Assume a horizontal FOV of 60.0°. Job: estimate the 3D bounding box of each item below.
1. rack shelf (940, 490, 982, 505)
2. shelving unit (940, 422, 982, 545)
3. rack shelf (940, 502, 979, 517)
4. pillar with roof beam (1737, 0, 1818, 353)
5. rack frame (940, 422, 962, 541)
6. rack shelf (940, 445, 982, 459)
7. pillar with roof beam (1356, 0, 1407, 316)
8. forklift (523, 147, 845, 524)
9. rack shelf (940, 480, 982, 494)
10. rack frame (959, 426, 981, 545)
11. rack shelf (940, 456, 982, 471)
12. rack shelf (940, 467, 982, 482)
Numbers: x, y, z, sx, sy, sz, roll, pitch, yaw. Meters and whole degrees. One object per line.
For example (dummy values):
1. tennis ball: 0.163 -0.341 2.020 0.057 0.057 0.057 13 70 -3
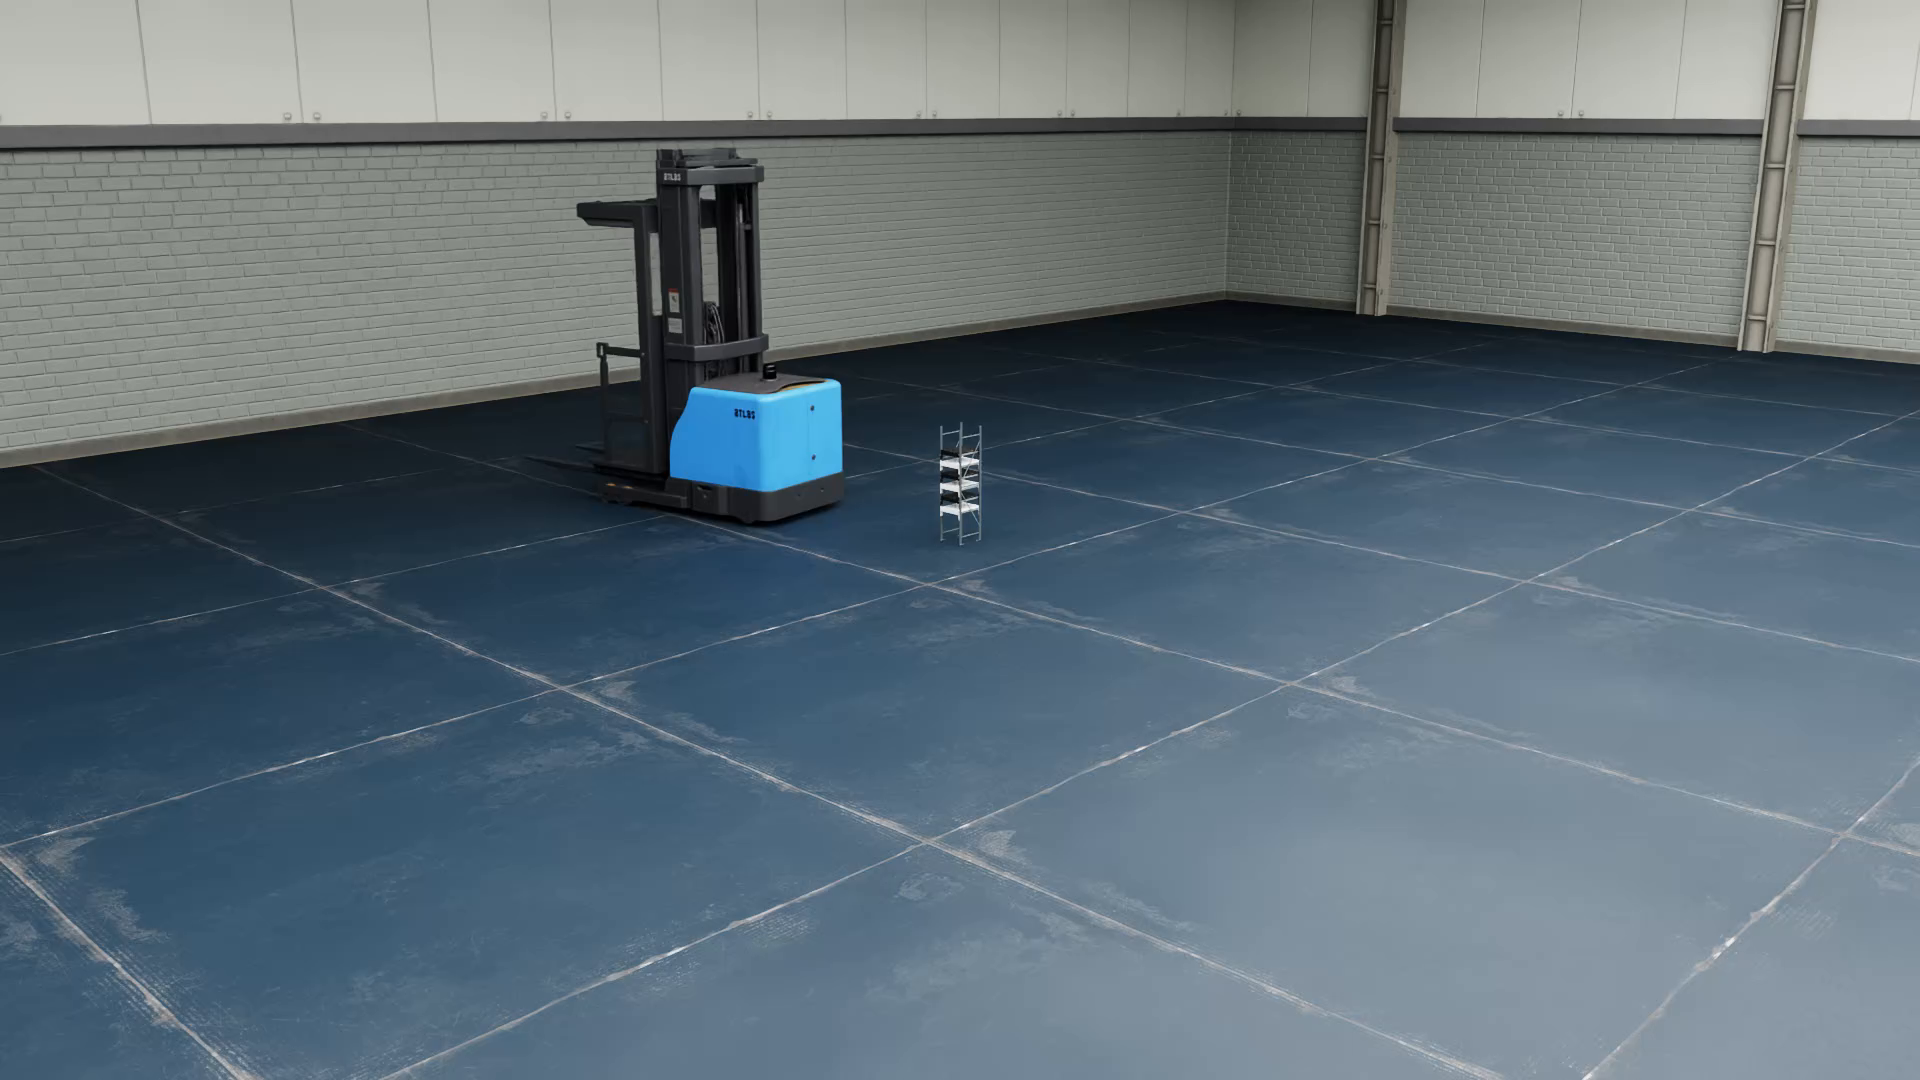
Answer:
1. rack shelf: 0.006 -0.315 12.844 0.200 0.077 0.258 14 20 42
2. shelving unit: 0.006 -0.434 12.813 0.210 0.900 0.258 14 20 42
3. rack shelf: 0.006 -0.228 12.867 0.200 0.077 0.258 14 20 42
4. pillar with roof beam: 8.015 -6.195 18.861 0.400 9.000 9.100 14 20 42
5. rack frame: -0.067 -0.452 12.881 0.006 0.900 0.240 14 20 42
6. rack shelf: 0.006 -0.663 12.753 0.200 0.077 0.258 14 20 42
7. pillar with roof beam: 3.695 -7.245 22.891 0.400 9.000 9.100 14 20 42
8. forklift: -2.479 -1.809 14.060 3.031 2.935 1.130 10 17 33
9. rack shelf: 0.006 -0.402 12.822 0.200 0.077 0.258 14 20 42
10. rack frame: 0.079 -0.416 12.745 0.006 0.900 0.240 14 20 42
11. rack shelf: 0.006 -0.576 12.776 0.200 0.077 0.258 14 20 42
12. rack shelf: 0.006 -0.489 12.799 0.200 0.077 0.258 14 20 42
